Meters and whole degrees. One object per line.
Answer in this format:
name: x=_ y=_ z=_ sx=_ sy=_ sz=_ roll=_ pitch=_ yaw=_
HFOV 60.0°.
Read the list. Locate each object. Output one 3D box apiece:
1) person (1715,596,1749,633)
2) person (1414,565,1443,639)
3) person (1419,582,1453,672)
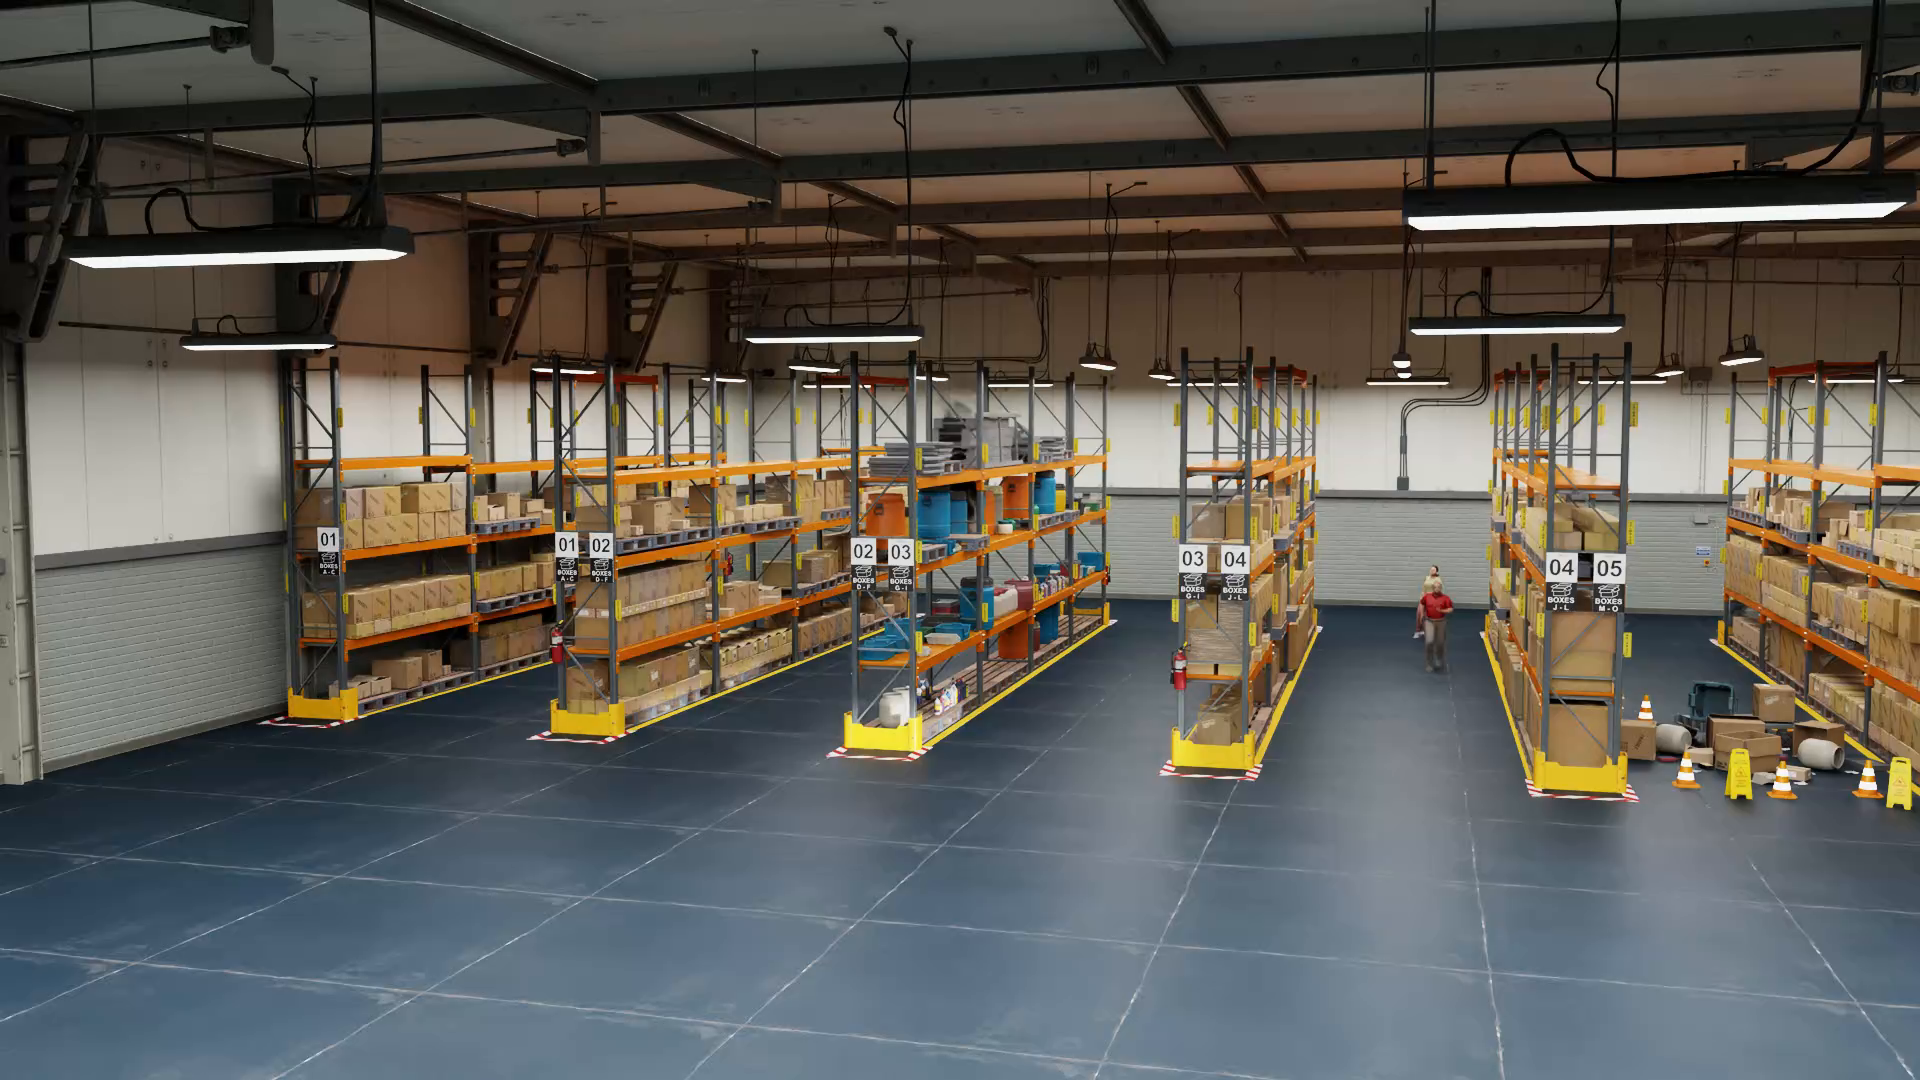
person: x=17.685 y=1.344 z=37.957 sx=0.765 sy=1.718 sz=0.940 roll=-4 pitch=6 yaw=-42
person: x=10.664 y=1.403 z=37.744 sx=0.577 sy=1.649 sz=0.805 roll=3 pitch=5 yaw=37
person: x=9.453 y=1.723 z=33.039 sx=0.637 sy=1.798 sz=0.798 roll=1 pitch=4 yaw=15
